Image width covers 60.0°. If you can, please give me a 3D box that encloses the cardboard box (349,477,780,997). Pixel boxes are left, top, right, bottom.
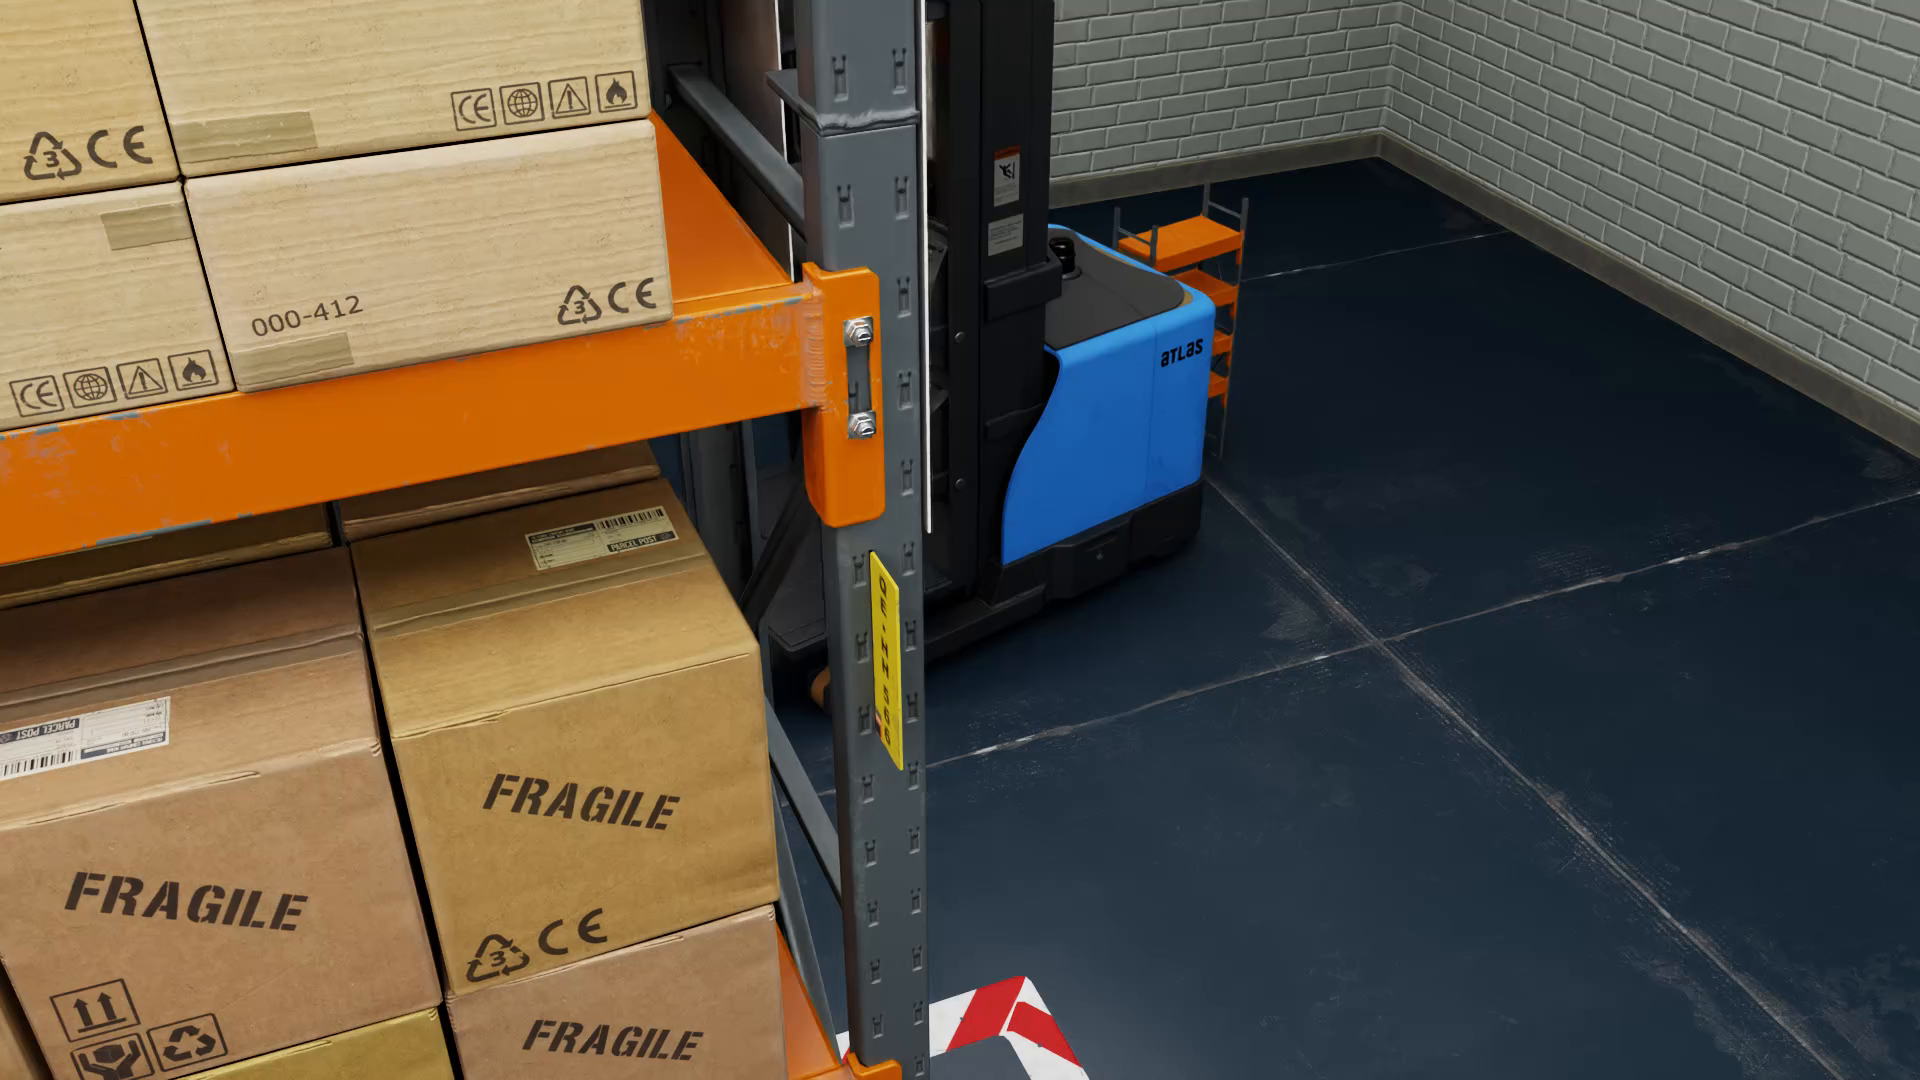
[{"bbox_3d":[-0.605,0.282,2.557,0.500,0.500,0.500,-13,35,-19],"label":"cardboard box"}]

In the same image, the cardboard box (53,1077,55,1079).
[{"bbox_3d":[-1.548,0.914,2.502,0.500,0.500,0.500,-13,35,-19],"label":"cardboard box"}]

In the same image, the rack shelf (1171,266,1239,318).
[{"bbox_3d":[0.880,-0.965,6.842,0.480,0.148,0.258,-22,39,-30],"label":"rack shelf"}]

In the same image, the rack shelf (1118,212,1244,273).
[{"bbox_3d":[0.882,-1.163,6.714,0.480,0.148,0.258,-22,39,-30],"label":"rack shelf"}]

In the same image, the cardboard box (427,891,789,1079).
[{"bbox_3d":[-0.608,0.701,2.831,0.500,0.500,0.500,-12,35,-17],"label":"cardboard box"}]

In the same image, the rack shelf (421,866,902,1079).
[{"bbox_3d":[-2.145,1.235,2.761,4.000,0.370,1.077,-13,35,-19],"label":"rack shelf"}]

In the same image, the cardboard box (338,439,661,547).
[{"bbox_3d":[-0.812,0.011,2.974,0.500,0.500,0.500,-12,35,-17],"label":"cardboard box"}]

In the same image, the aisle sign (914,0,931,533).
[{"bbox_3d":[-0.119,-0.439,2.291,0.004,0.787,0.394,-13,35,-19],"label":"aisle sign"}]

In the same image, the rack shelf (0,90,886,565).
[{"bbox_3d":[-2.145,-0.022,1.943,4.000,0.370,1.077,-13,35,-19],"label":"rack shelf"}]

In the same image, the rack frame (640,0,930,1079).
[{"bbox_3d":[-0.301,0.511,3.214,0.127,3.000,1.000,-13,35,-19],"label":"rack frame"}]

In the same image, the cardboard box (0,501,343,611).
[{"bbox_3d":[-1.291,0.125,2.798,0.500,0.500,0.500,-13,35,-18],"label":"cardboard box"}]

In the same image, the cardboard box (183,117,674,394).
[{"bbox_3d":[-0.673,-0.442,2.067,0.500,0.250,0.500,-13,35,-19],"label":"cardboard box"}]

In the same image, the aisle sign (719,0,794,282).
[{"bbox_3d":[-0.352,-0.741,2.754,0.004,0.787,0.394,-13,35,-19],"label":"aisle sign"}]

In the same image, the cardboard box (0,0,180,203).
[{"bbox_3d":[-1.137,-0.550,1.774,0.500,0.250,0.500,-13,35,-19],"label":"cardboard box"}]

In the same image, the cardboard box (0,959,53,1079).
[{"bbox_3d":[-1.547,0.501,2.221,0.500,0.500,0.500,-12,35,-18],"label":"cardboard box"}]

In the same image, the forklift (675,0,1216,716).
[{"bbox_3d":[-0.513,-0.948,5.519,3.031,2.935,1.130,-22,39,-30],"label":"forklift"}]

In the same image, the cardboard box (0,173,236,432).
[{"bbox_3d":[-1.138,-0.342,1.913,0.500,0.250,0.500,-13,35,-19],"label":"cardboard box"}]

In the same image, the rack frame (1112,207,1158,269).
[{"bbox_3d":[0.683,-0.755,6.805,0.015,1.200,0.240,-22,39,-30],"label":"rack frame"}]

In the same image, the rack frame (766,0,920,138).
[{"bbox_3d":[-0.301,-2.004,1.578,0.127,3.000,1.000,-13,35,-19],"label":"rack frame"}]

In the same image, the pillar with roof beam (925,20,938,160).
[{"bbox_3d":[1.599,-3.334,3.623,0.400,9.000,9.100,-13,35,-19],"label":"pillar with roof beam"}]

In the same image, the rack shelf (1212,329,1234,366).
[{"bbox_3d":[0.879,-0.777,6.964,0.480,0.148,0.258,-22,39,-30],"label":"rack shelf"}]

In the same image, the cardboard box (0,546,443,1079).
[{"bbox_3d":[-1.070,0.389,2.393,0.500,0.500,0.500,-12,35,-18],"label":"cardboard box"}]

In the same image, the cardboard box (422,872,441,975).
[{"bbox_3d":[-1.286,0.542,3.075,0.500,0.500,0.500,-13,35,-19],"label":"cardboard box"}]

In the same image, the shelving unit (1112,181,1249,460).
[{"bbox_3d":[0.879,-0.833,6.927,0.503,1.200,0.258,-22,39,-30],"label":"shelving unit"}]

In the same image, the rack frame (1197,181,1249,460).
[{"bbox_3d":[1.075,-0.911,7.050,0.015,1.200,0.240,-22,39,-30],"label":"rack frame"}]

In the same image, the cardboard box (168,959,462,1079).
[{"bbox_3d":[-1.085,0.812,2.660,0.500,0.500,0.500,-13,35,-19],"label":"cardboard box"}]

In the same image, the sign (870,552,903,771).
[{"bbox_3d":[-0.105,0.177,2.377,0.005,0.325,0.100,-13,35,-19],"label":"sign"}]

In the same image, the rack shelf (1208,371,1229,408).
[{"bbox_3d":[0.878,-0.610,7.071,0.480,0.148,0.258,-22,39,-30],"label":"rack shelf"}]

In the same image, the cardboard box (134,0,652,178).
[{"bbox_3d":[-0.676,-0.656,1.937,0.500,0.250,0.500,-13,35,-19],"label":"cardboard box"}]
